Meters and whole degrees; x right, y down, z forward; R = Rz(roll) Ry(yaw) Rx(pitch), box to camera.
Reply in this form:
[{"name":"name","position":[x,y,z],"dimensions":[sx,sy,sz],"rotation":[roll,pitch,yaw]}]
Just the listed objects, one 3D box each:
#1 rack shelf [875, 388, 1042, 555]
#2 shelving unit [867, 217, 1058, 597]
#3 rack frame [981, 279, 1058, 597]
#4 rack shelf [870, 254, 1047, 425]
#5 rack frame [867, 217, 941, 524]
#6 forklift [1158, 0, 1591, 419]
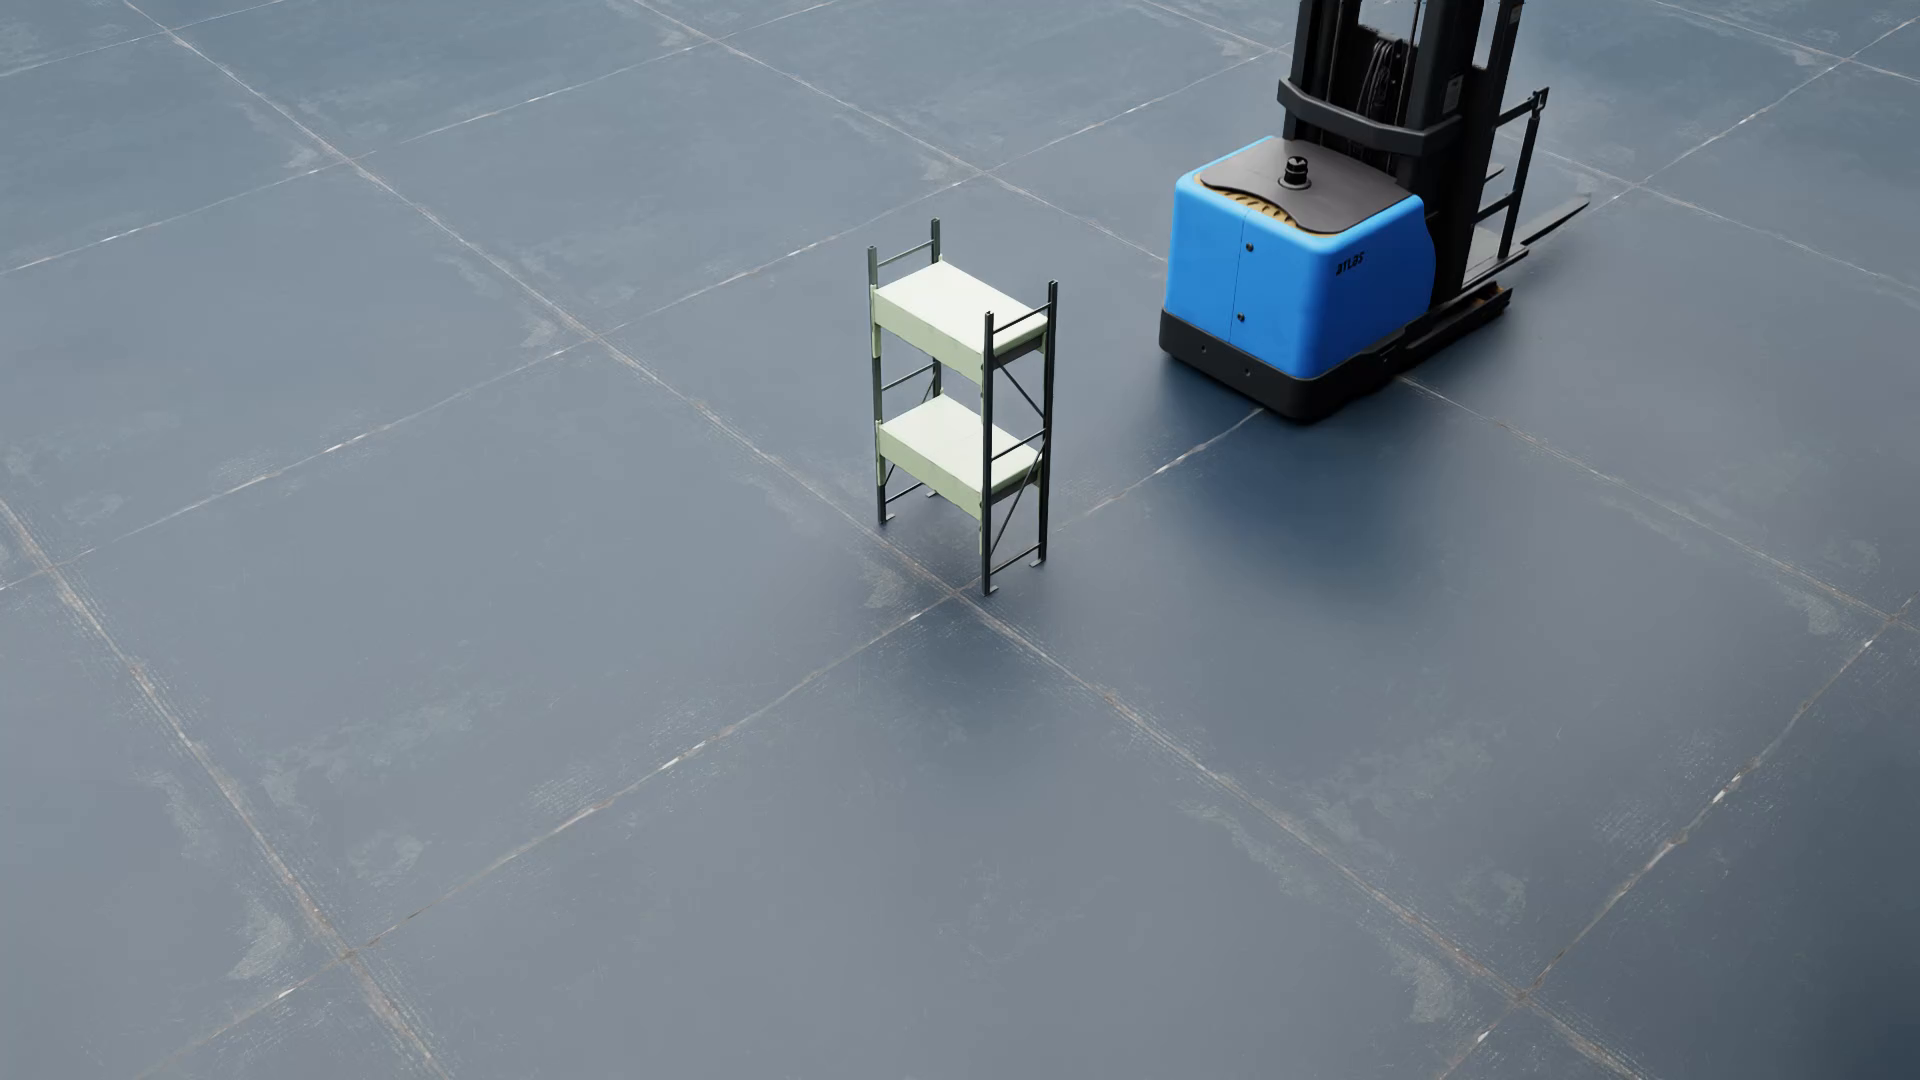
[{"name":"rack shelf","position":[0.005,-0.327,7.688],"dimensions":[0.431,0.370,0.720],"rotation":[-30,48,-32]},{"name":"shelving unit","position":[0.005,-0.580,7.483],"dimensions":[0.431,1.500,0.755],"rotation":[-30,48,-32]},{"name":"rack frame","position":[0.252,-0.411,7.273],"dimensions":[0.400,1.500,0.023],"rotation":[-30,48,-32]},{"name":"rack shelf","position":[0.005,-0.884,7.238],"dimensions":[0.431,0.370,0.720],"rotation":[-30,48,-32]},{"name":"rack frame","position":[-0.243,-0.750,7.693],"dimensions":[0.400,1.500,0.023],"rotation":[-30,48,-32]},{"name":"forklift","position":[2.524,-2.569,8.805],"dimensions":[3.031,2.935,1.130],"rotation":[-30,48,-32]}]
